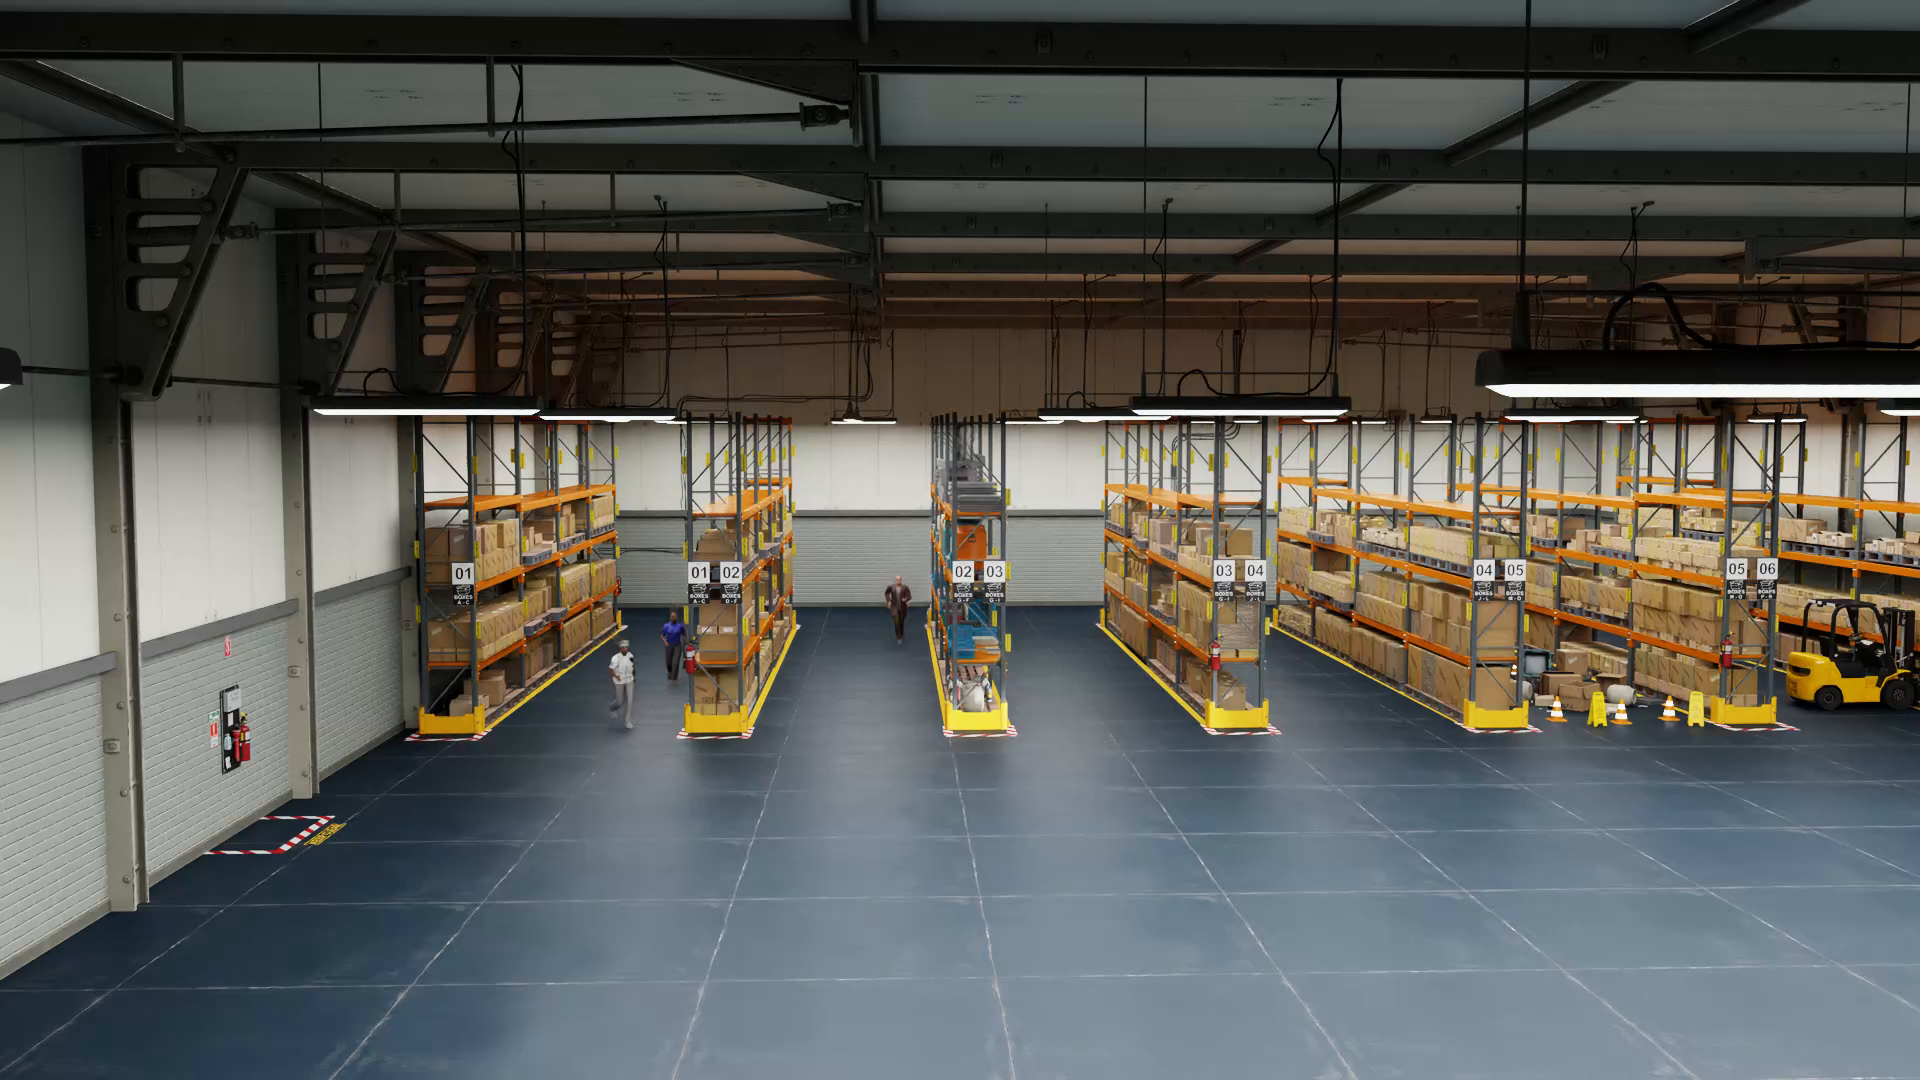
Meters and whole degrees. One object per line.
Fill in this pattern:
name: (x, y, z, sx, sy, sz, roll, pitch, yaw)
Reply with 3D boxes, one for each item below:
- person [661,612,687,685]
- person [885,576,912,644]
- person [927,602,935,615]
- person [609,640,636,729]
person: (-6.369, 2.407, 37.036, 0.562, 1.590, 0.589, -1, 4, -12)
person: (-1.632, 1.828, 44.066, 0.716, 1.784, 0.962, 0, 4, -4)
person: (-0.477, 1.543, 49.531, 1.011, 1.718, 0.706, 1, 4, 19)
person: (-6.474, 2.729, 31.868, 0.567, 1.679, 0.828, -2, 5, -32)
